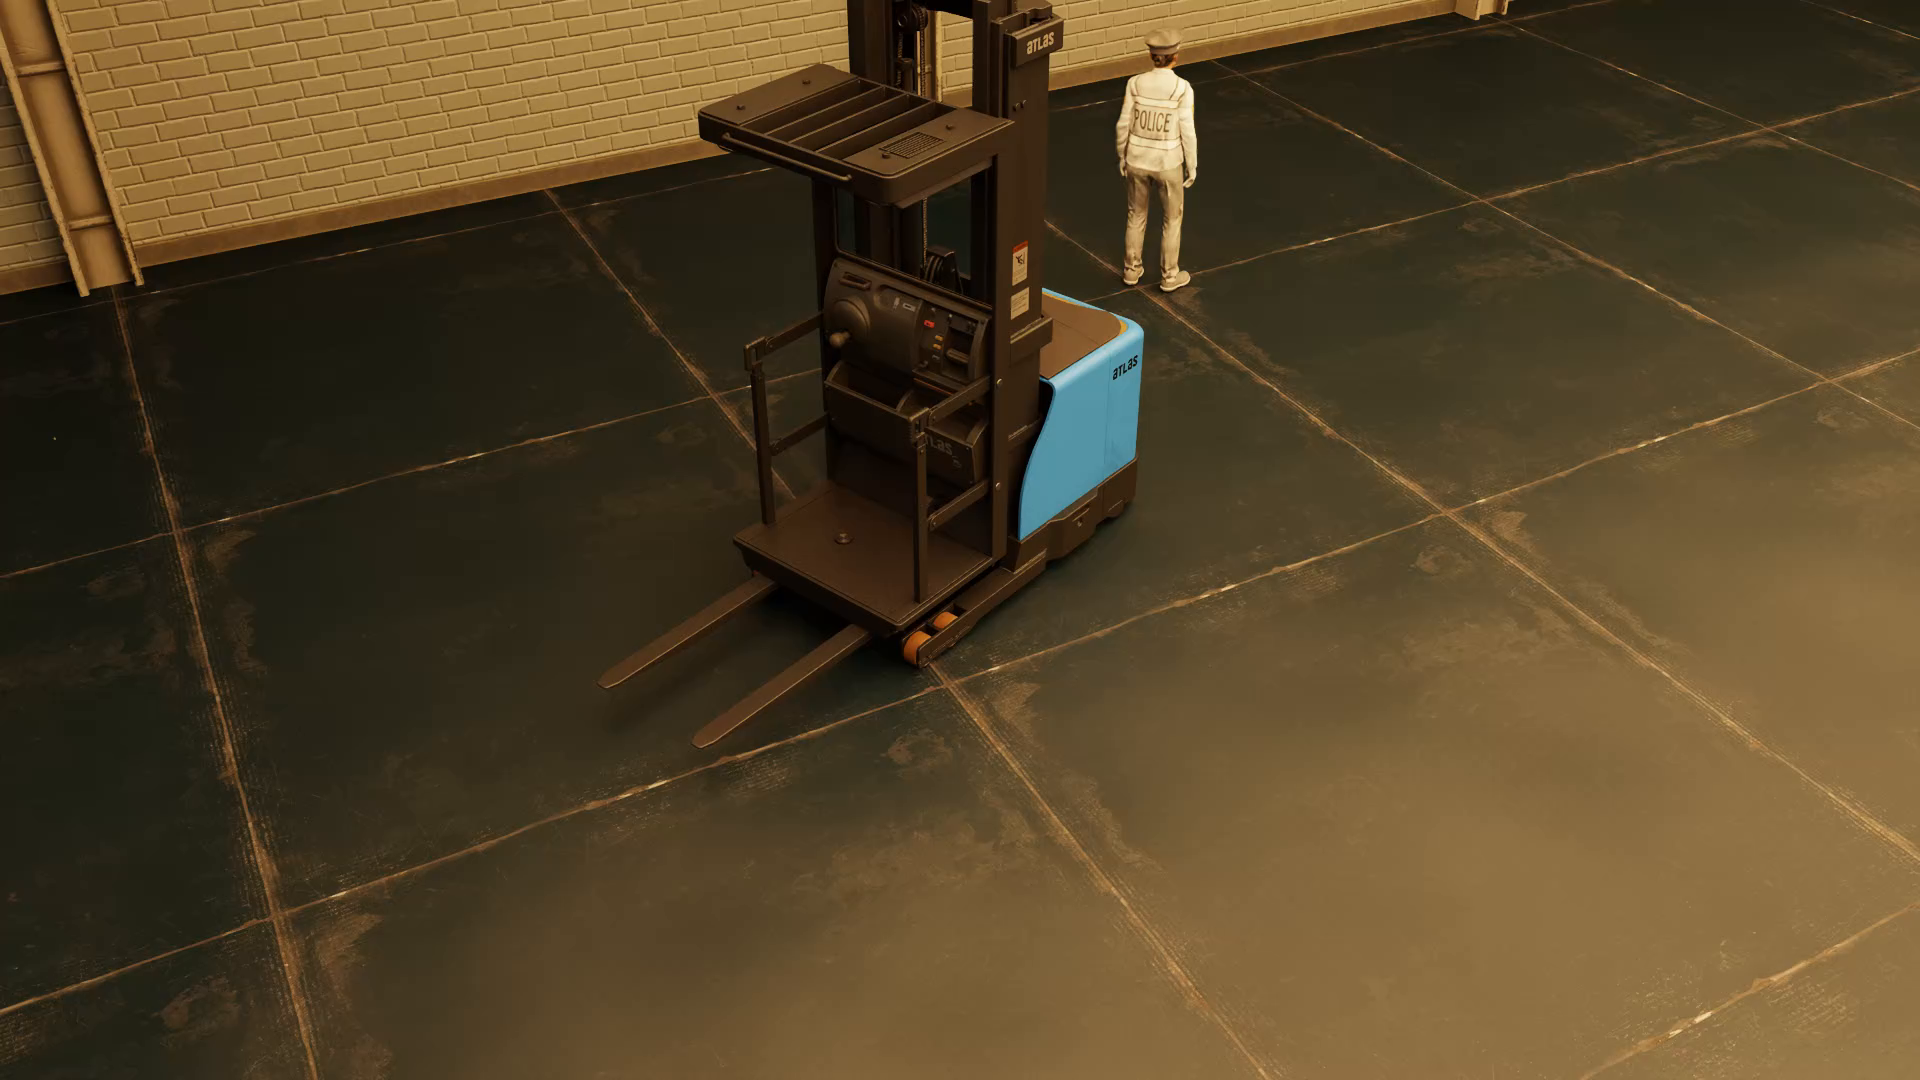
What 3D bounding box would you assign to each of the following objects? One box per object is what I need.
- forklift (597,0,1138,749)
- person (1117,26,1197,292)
[{"bbox_3d":[-0.393,-0.929,7.437,1.121,2.935,3.031,26,43,31],"label":"forklift"},{"bbox_3d":[1.253,-2.402,10.621,0.528,1.664,0.374,15,38,20],"label":"person"}]
